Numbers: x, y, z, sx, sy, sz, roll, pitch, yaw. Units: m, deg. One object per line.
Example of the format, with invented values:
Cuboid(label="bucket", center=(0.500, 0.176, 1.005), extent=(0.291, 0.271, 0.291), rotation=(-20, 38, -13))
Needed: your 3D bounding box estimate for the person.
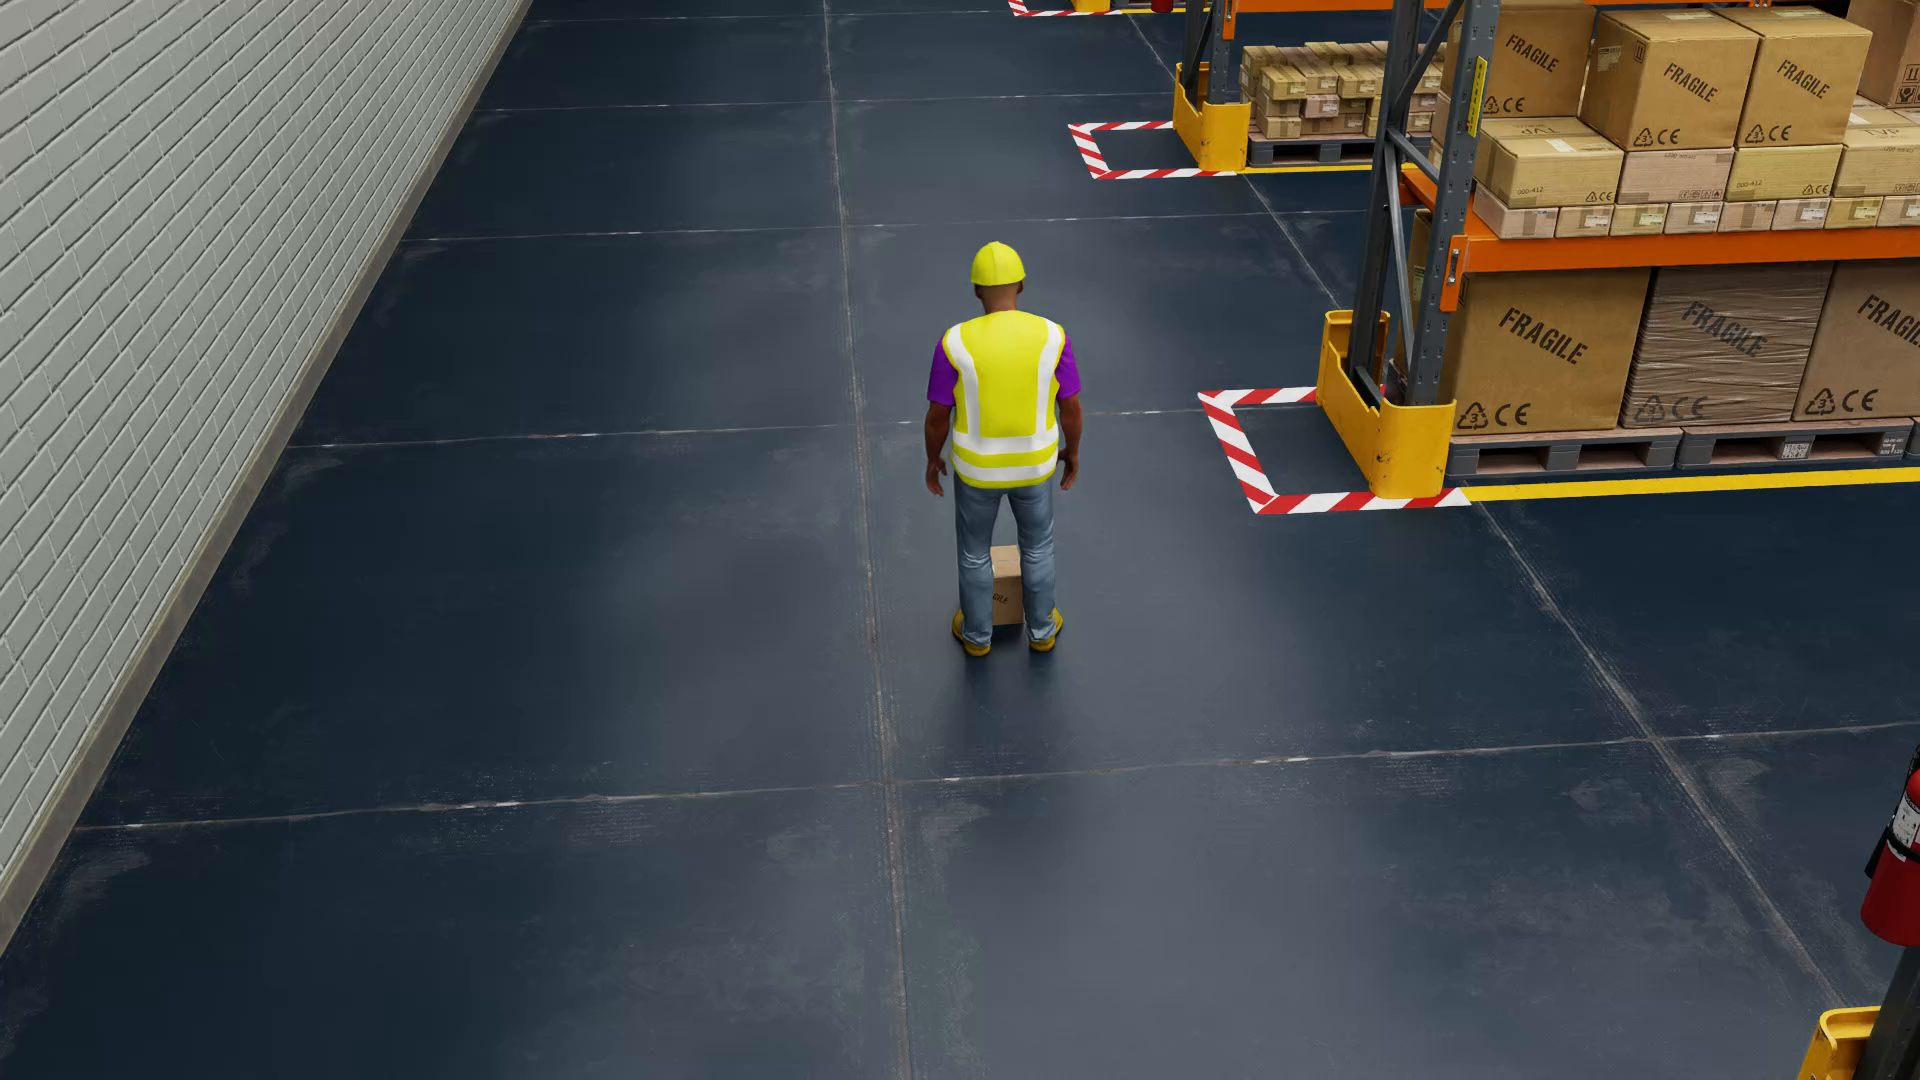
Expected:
Cuboid(label="person", center=(0.171, -0.333, 6.670), extent=(0.629, 1.761, 0.462), rotation=(-3, 31, -5))
